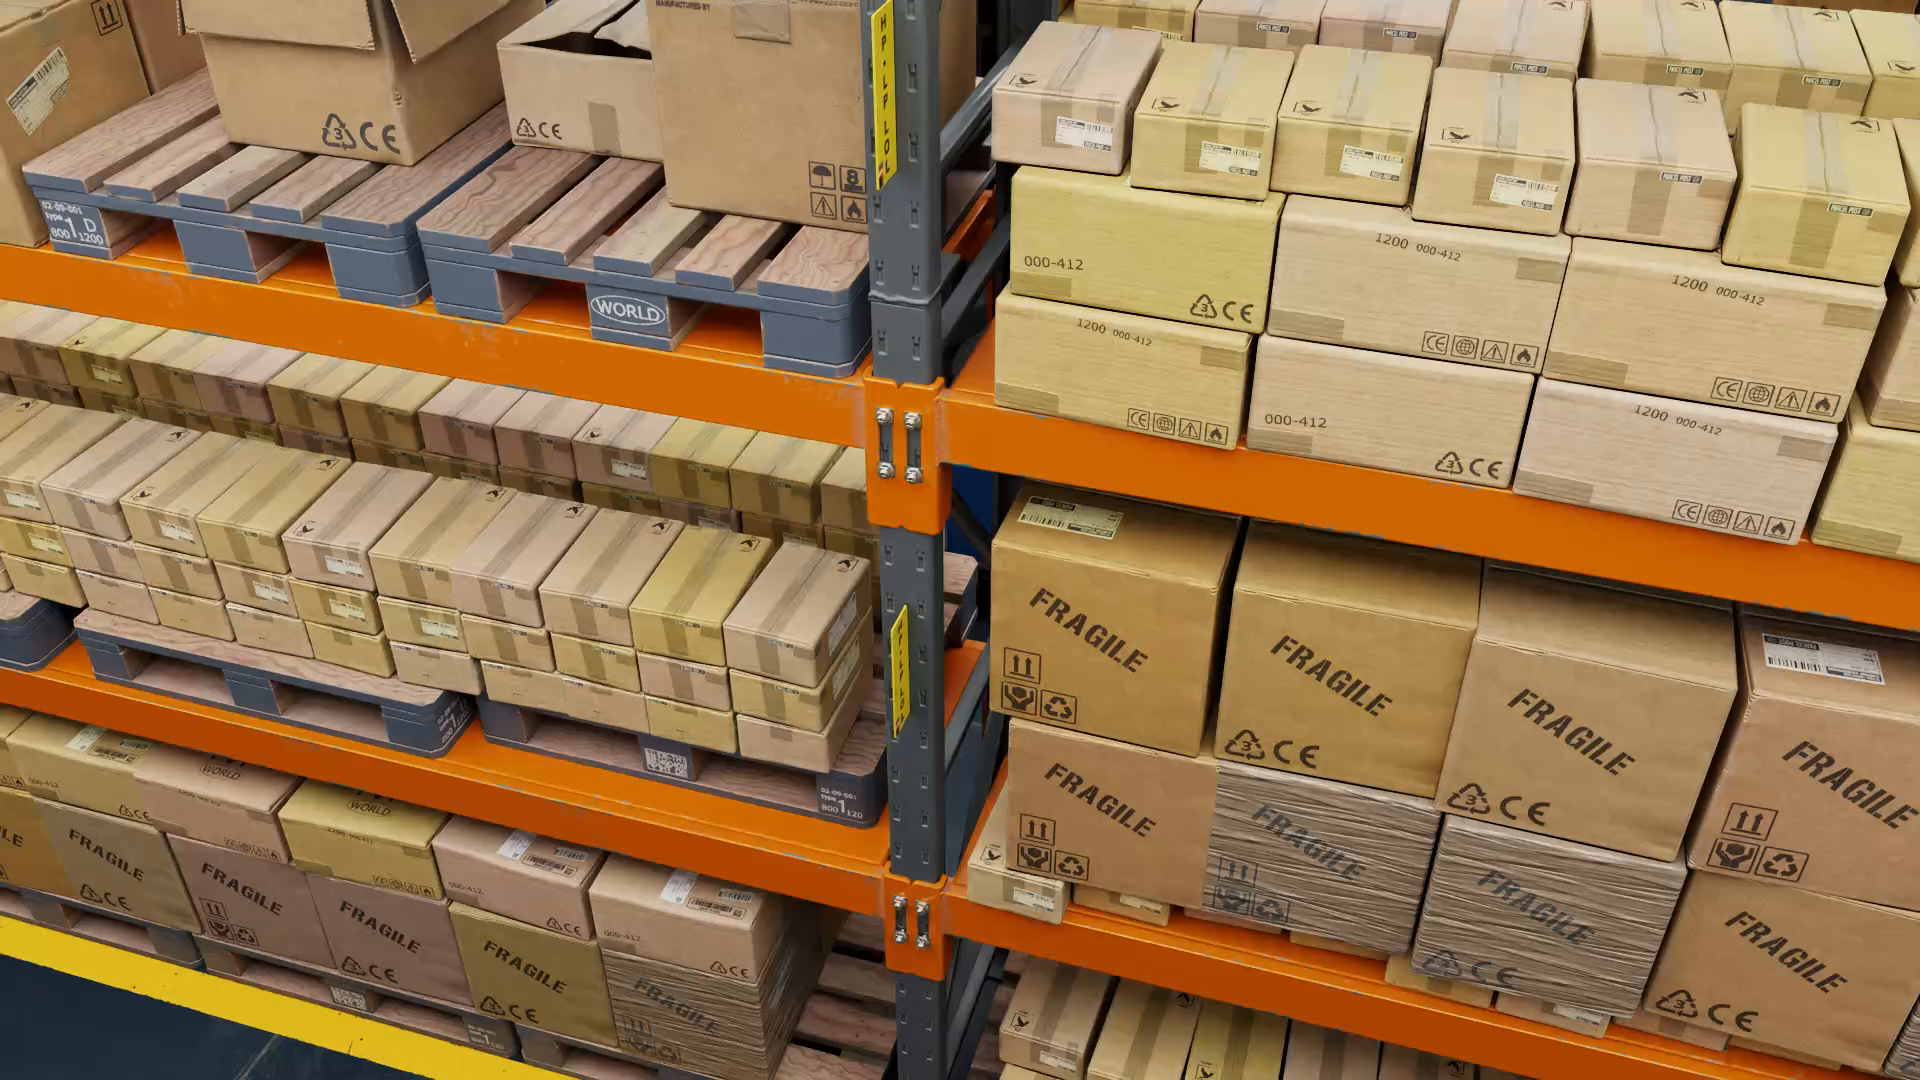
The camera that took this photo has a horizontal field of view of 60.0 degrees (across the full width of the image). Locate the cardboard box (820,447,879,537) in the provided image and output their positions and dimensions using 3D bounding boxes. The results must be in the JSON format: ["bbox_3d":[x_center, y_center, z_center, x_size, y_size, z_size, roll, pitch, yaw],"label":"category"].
[{"bbox_3d":[-0.213,-0.181,4.821,0.250,0.149,0.380,12,38,16],"label":"cardboard box"}]

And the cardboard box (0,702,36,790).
[{"bbox_3d":[-3.206,0.544,5.602,0.500,0.250,0.500,9,37,12],"label":"cardboard box"}]

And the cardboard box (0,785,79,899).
[{"bbox_3d":[-3.193,0.856,5.810,0.500,0.500,0.500,9,37,12],"label":"cardboard box"}]

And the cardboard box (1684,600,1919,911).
[{"bbox_3d":[1.844,0.392,3.507,0.500,0.500,0.500,9,37,12],"label":"cardboard box"}]

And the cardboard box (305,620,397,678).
[{"bbox_3d":[-1.657,0.202,4.803,0.250,0.149,0.380,12,38,16],"label":"cardboard box"}]

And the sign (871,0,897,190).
[{"bbox_3d":[-0.137,-0.804,3.013,0.005,0.325,0.100,10,38,14],"label":"sign"}]

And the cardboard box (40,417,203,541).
[{"bbox_3d":[-2.408,-0.181,4.821,0.250,0.149,0.380,12,38,16],"label":"cardboard box"}]

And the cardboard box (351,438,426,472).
[{"bbox_3d":[-1.707,-0.336,5.283,0.250,0.149,0.380,10,37,13],"label":"cardboard box"}]

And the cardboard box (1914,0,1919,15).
[{"bbox_3d":[4.564,-2.312,7.604,0.500,0.500,0.500,10,37,13],"label":"cardboard box"}]

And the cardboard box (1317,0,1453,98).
[{"bbox_3d":[0.907,-1.092,3.541,0.250,0.149,0.380,10,38,14],"label":"cardboard box"}]

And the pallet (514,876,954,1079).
[{"bbox_3d":[-0.718,1.443,5.612,1.213,0.211,1.003,10,38,14],"label":"pallet"}]

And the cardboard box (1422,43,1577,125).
[{"bbox_3d":[1.035,-0.856,3.557,0.500,0.250,0.500,9,37,12],"label":"cardboard box"}]

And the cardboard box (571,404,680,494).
[{"bbox_3d":[-0.963,-0.319,5.009,0.250,0.149,0.380,10,38,13],"label":"cardboard box"}]

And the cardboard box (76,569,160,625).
[{"bbox_3d":[-2.399,0.062,4.993,0.250,0.149,0.380,12,38,15],"label":"cardboard box"}]

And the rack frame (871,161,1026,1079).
[{"bbox_3d":[0.026,0.456,4.599,0.127,3.000,1.000,10,38,14],"label":"rack frame"}]

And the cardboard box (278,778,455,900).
[{"bbox_3d":[-1.756,0.820,5.228,0.500,0.250,0.500,9,37,12],"label":"cardboard box"}]

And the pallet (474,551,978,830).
[{"bbox_3d":[-0.661,0.316,4.952,1.213,0.211,1.003,10,38,14],"label":"pallet"}]

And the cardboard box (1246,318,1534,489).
[{"bbox_3d":[0.870,-0.377,3.327,0.500,0.250,0.500,10,38,13],"label":"cardboard box"}]

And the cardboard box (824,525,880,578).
[{"bbox_3d":[-0.213,-0.061,4.909,0.250,0.149,0.380,11,38,15],"label":"cardboard box"}]

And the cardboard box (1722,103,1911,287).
[{"bbox_3d":[1.471,-0.605,2.880,0.250,0.149,0.380,12,38,16],"label":"cardboard box"}]

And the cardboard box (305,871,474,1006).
[{"bbox_3d":[-1.734,1.122,5.450,0.500,0.500,0.500,10,37,13],"label":"cardboard box"}]

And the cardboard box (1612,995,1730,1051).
[{"bbox_3d":[1.740,1.019,4.047,0.250,0.149,0.380,12,38,16],"label":"cardboard box"}]

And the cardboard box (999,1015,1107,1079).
[{"bbox_3d":[0.276,1.561,4.899,0.250,0.149,0.380,12,38,16],"label":"cardboard box"}]

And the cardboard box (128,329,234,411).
[{"bbox_3d":[-2.443,-0.594,5.382,0.250,0.149,0.380,12,38,15],"label":"cardboard box"}]

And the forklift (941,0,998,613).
[{"bbox_3d":[-0.609,-1.293,7.035,3.031,2.935,1.130,10,38,14],"label":"forklift"}]

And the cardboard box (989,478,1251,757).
[{"bbox_3d":[0.384,0.111,3.889,0.500,0.500,0.500,11,38,15],"label":"cardboard box"}]

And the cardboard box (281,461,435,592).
[{"bbox_3d":[-1.660,-0.042,4.633,0.250,0.149,0.380,9,37,12],"label":"cardboard box"}]

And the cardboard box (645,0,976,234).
[{"bbox_3d":[-0.303,-1.090,3.732,0.500,0.500,0.700,11,38,14],"label":"cardboard box"}]

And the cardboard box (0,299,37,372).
[{"bbox_3d":[-3.188,-0.731,5.568,0.250,0.149,0.380,9,37,12],"label":"cardboard box"}]

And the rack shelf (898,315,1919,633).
[{"bbox_3d":[1.935,-0.108,3.443,4.000,0.370,1.077,10,38,14],"label":"rack shelf"}]

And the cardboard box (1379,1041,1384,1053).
[{"bbox_3d":[1.403,1.403,5.112,0.250,0.149,0.380,11,38,15],"label":"cardboard box"}]

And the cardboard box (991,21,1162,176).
[{"bbox_3d":[0.231,-0.865,3.232,0.250,0.149,0.380,10,37,13],"label":"cardboard box"}]

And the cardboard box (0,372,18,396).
[{"bbox_3d":[-3.185,-0.609,5.653,0.250,0.149,0.380,11,38,15],"label":"cardboard box"}]

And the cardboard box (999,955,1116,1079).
[{"bbox_3d":[0.293,1.374,4.902,0.250,0.149,0.380,12,38,16],"label":"cardboard box"}]

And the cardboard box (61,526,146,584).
[{"bbox_3d":[-2.397,-0.058,4.905,0.250,0.149,0.380,11,38,14],"label":"cardboard box"}]

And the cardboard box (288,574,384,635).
[{"bbox_3d":[-1.672,0.079,4.719,0.250,0.149,0.380,11,38,14],"label":"cardboard box"}]

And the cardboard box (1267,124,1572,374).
[{"bbox_3d":[0.888,-0.581,3.183,0.500,0.250,0.500,10,38,14],"label":"cardboard box"}]

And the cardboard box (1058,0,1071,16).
[{"bbox_3d":[0.337,-3.012,8.382,0.637,0.503,0.797,11,38,14],"label":"cardboard box"}]

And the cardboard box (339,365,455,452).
[{"bbox_3d":[-1.706,-0.455,5.193,0.250,0.149,0.380,12,38,15],"label":"cardboard box"}]

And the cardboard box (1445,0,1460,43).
[{"bbox_3d":[2.450,-2.373,7.686,0.500,0.500,0.500,10,38,14],"label":"cardboard box"}]

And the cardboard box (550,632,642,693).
[{"bbox_3d":[-0.901,0.219,4.529,0.250,0.149,0.380,12,38,16],"label":"cardboard box"}]

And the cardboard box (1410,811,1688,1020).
[{"bbox_3d":[1.368,0.719,3.907,0.500,0.500,0.500,10,37,13],"label":"cardboard box"}]

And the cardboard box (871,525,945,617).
[{"bbox_3d":[-0.213,0.059,4.998,0.250,0.149,0.380,9,37,12],"label":"cardboard box"}]

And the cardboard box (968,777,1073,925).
[{"bbox_3d":[0.198,0.793,4.354,0.250,0.149,0.380,12,38,16],"label":"cardboard box"}]

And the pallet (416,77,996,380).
[{"bbox_3d":[-0.532,-0.845,3.996,1.003,0.211,1.213,10,38,14],"label":"pallet"}]

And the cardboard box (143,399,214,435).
[{"bbox_3d":[-2.439,-0.473,5.469,0.250,0.149,0.380,11,38,14],"label":"cardboard box"}]

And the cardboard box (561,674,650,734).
[{"bbox_3d":[-0.898,0.340,4.616,0.250,0.149,0.380,10,38,14],"label":"cardboard box"}]

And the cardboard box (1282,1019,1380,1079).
[{"bbox_3d":[1.050,1.506,4.722,0.250,0.149,0.380,10,37,13],"label":"cardboard box"}]

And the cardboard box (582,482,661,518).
[{"bbox_3d":[-0.956,-0.197,5.094,0.250,0.149,0.380,9,37,12],"label":"cardboard box"}]

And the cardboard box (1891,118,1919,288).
[{"bbox_3d":[1.725,-0.566,2.827,0.250,0.149,0.380,9,37,13],"label":"cardboard box"}]

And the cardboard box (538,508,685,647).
[{"bbox_3d":[-0.919,0.095,4.447,0.250,0.149,0.380,9,37,12],"label":"cardboard box"}]

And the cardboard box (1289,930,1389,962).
[{"bbox_3d":[0.995,0.865,4.256,0.250,0.149,0.380,9,37,12],"label":"cardboard box"}]

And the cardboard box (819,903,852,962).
[{"bbox_3d":[-0.601,1.013,5.597,0.500,0.500,0.500,12,38,16],"label":"cardboard box"}]

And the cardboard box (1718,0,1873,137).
[{"bbox_3d":[1.648,-0.938,3.333,0.250,0.149,0.380,10,38,14],"label":"cardboard box"}]
